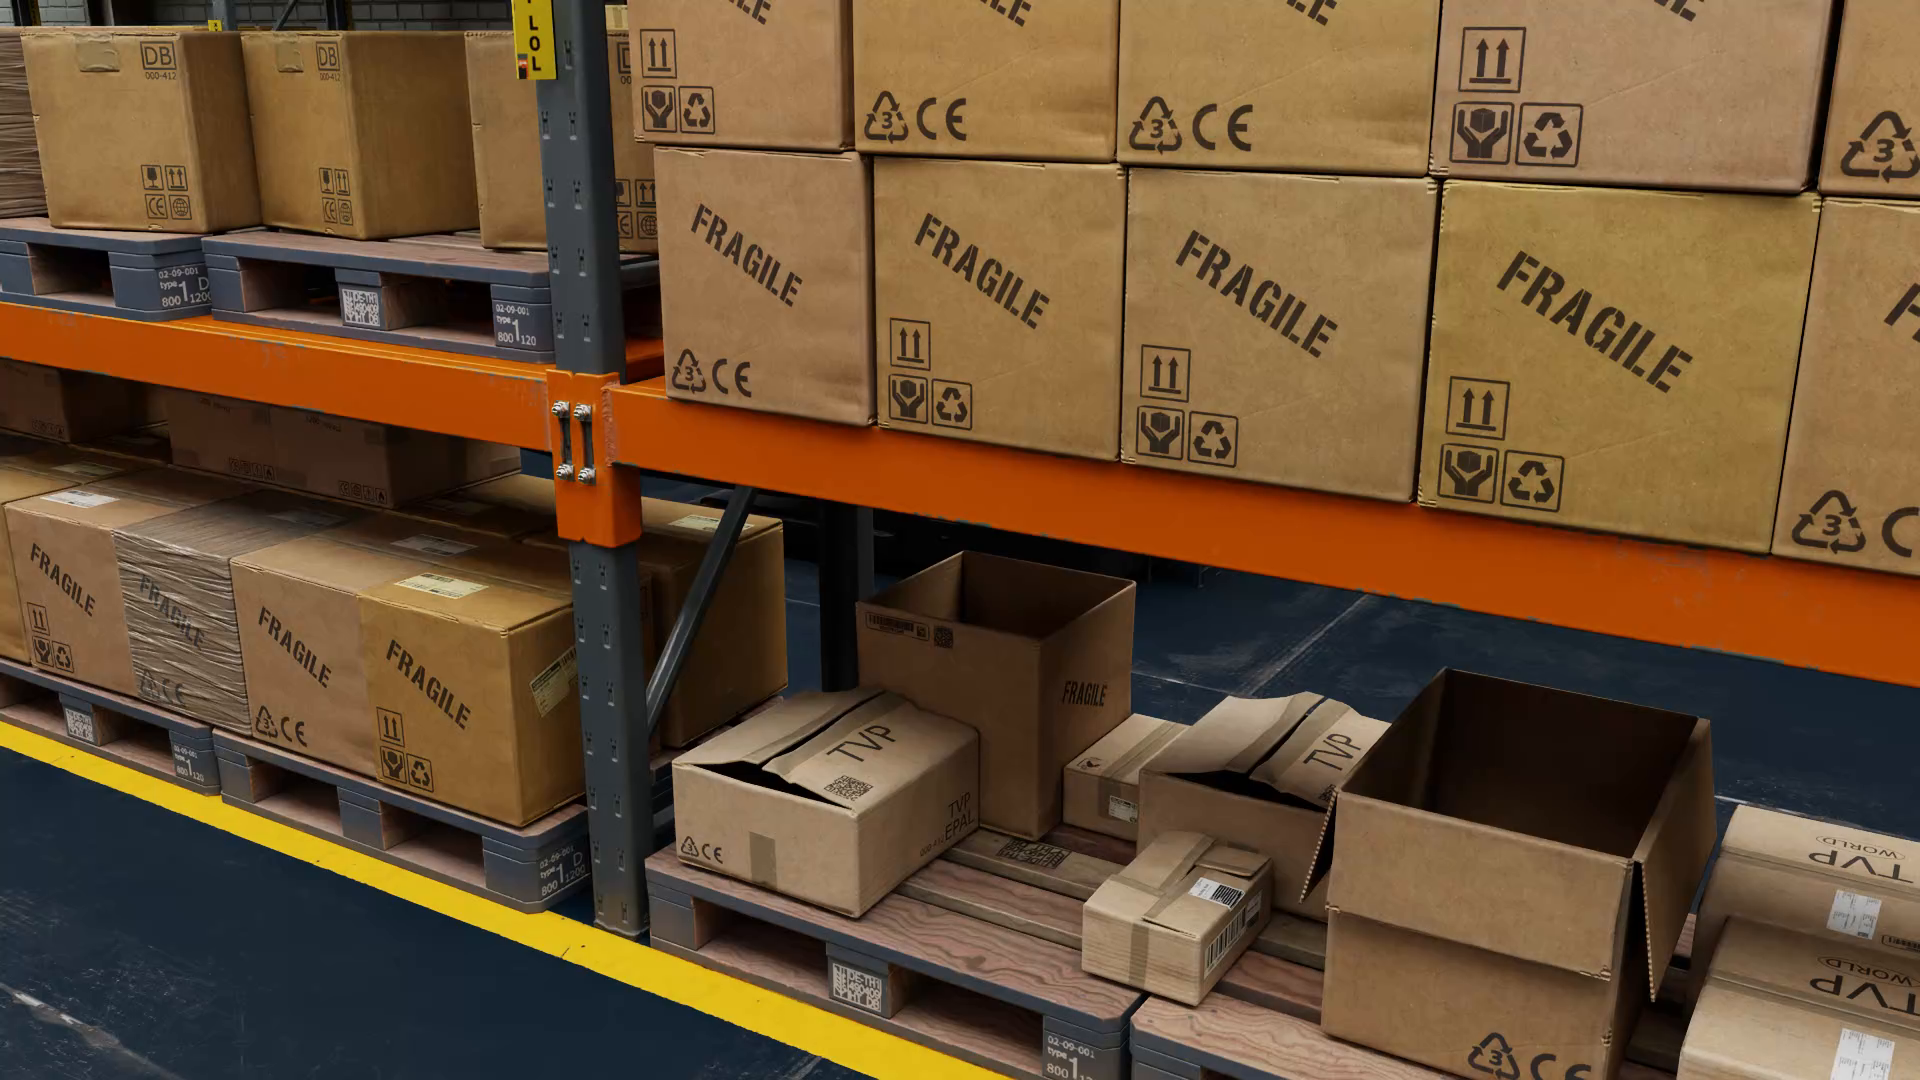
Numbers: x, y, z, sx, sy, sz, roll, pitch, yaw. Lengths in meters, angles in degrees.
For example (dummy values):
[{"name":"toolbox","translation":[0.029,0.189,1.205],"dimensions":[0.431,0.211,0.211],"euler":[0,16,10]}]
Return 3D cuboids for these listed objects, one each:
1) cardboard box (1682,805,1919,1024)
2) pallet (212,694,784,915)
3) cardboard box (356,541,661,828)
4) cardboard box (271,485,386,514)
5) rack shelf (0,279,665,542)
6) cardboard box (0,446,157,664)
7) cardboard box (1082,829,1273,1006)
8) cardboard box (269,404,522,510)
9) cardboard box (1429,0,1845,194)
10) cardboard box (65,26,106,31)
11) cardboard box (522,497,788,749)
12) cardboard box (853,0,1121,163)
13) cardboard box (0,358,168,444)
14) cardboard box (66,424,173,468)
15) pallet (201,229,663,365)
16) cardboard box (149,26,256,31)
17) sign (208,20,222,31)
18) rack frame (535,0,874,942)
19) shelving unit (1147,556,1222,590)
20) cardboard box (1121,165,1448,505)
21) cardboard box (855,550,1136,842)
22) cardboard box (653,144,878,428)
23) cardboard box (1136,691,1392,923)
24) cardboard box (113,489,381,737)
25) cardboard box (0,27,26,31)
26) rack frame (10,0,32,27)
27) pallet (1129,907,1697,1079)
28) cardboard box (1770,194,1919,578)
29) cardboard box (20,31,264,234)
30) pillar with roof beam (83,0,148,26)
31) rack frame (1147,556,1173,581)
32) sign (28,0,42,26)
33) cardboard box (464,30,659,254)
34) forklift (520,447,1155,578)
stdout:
[{"name":"cardboard box","translation":[1.700,0.766,3.172],"dimensions":[0.500,0.250,0.500],"euler":[10,20,30]},{"name":"pallet","translation":[-1.254,0.578,4.616],"dimensions":[1.213,0.211,1.003],"euler":[10,20,30]},{"name":"cardboard box","translation":[-1.112,0.339,4.147],"dimensions":[0.500,0.500,0.500],"euler":[10,20,30]},{"name":"cardboard box","translation":[-1.708,0.053,5.089],"dimensions":[0.500,0.500,0.500],"euler":[10,20,31]},{"name":"rack shelf","translation":[-2.246,-0.602,4.941],"dimensions":[4.000,0.370,1.077],"euler":[10,20,30]},{"name":"cardboard box","translation":[-2.838,0.031,5.163],"dimensions":[0.500,0.500,0.500],"euler":[10,19,29]},{"name":"cardboard box","translation":[0.445,0.749,3.371],"dimensions":[0.250,0.166,0.380],"euler":[10,20,30]},{"name":"cardboard box","translation":[-1.678,-0.302,4.967],"dimensions":[0.500,0.250,0.500],"euler":[10,20,30]},{"name":"cardboard box","translation":[1.031,-0.792,2.436],"dimensions":[0.500,0.500,0.500],"euler":[11,20,32]},{"name":"cardboard box","translation":[-6.186,-3.532,12.282],"dimensions":[0.500,0.500,0.500],"euler":[9,19,28]},{"name":"cardboard box","translation":[-0.826,0.209,4.575],"dimensions":[0.500,0.500,0.500],"euler":[9,19,28]},{"name":"cardboard box","translation":[0.153,-0.949,2.951],"dimensions":[0.500,0.500,0.500],"euler":[9,19,28]},{"name":"cardboard box","translation":[-2.980,-0.532,5.726],"dimensions":[0.500,0.250,0.500],"euler":[11,20,32]},{"name":"cardboard box","translation":[-2.589,-0.102,5.601],"dimensions":[0.500,0.500,0.500],"euler":[9,19,28]},{"name":"pallet","translation":[-1.165,-0.699,4.352],"dimensions":[1.213,0.211,1.003],"euler":[10,20,30]},{"name":"cardboard box","translation":[-5.334,-3.378,11.776],"dimensions":[0.500,0.500,0.500],"euler":[10,20,30]},{"name":"sign","translation":[-5.047,-3.365,11.309],"dimensions":[0.005,0.325,0.100],"euler":[10,20,30]},{"name":"rack frame","translation":[-0.542,-0.642,3.835],"dimensions":[0.127,3.000,1.000],"euler":[10,20,30]},{"name":"shelving unit","translation":[0.866,-0.289,6.285],"dimensions":[0.210,0.900,0.258],"euler":[9,19,28]},{"name":"cardboard box","translation":[0.613,-0.391,2.836],"dimensions":[0.500,0.500,0.500],"euler":[10,20,30]},{"name":"cardboard box","translation":[0.092,0.360,4.080],"dimensions":[0.500,0.500,0.500],"euler":[10,20,30]},{"name":"cardboard box","translation":[-0.250,-0.545,3.343],"dimensions":[0.500,0.500,0.500],"euler":[11,20,31]},{"name":"cardboard box","translation":[0.732,0.564,3.732],"dimensions":[0.500,0.311,0.500],"euler":[10,20,30]},{"name":"cardboard box","translation":[-1.956,0.186,4.653],"dimensions":[0.500,0.500,0.500],"euler":[10,20,31]},{"name":"cardboard box","translation":[-7.075,-3.687,12.791],"dimensions":[0.500,0.500,0.500],"euler":[9,19,28]},{"name":"rack frame","translation":[-8.178,-3.695,13.884],"dimensions":[0.127,3.000,1.000],"euler":[10,20,30]},{"name":"pallet","translation":[1.087,0.982,3.285],"dimensions":[1.213,0.211,1.003],"euler":[10,20,30]},{"name":"cardboard box","translation":[1.477,-0.238,2.331],"dimensions":[0.500,0.500,0.500],"euler":[10,20,30]},{"name":"cardboard box","translation":[-2.079,-1.144,4.593],"dimensions":[0.500,0.500,0.700],"euler":[5,18,16]},{"name":"pillar with roof beam","translation":[-9.382,-5.607,9.857],"dimensions":[0.400,9.000,9.100],"euler":[10,20,30]},{"name":"rack frame","translation":[0.778,-0.304,6.332],"dimensions":[0.006,0.900,0.240],"euler":[9,19,28]},{"name":"sign","translation":[-7.870,-4.535,14.113],"dimensions":[0.005,0.325,0.100],"euler":[10,20,30]},{"name":"cardboard box","translation":[-0.828,-1.018,4.179],"dimensions":[0.500,0.500,0.700],"euler":[4,17,12]},{"name":"forklift","translation":[-0.548,-1.492,6.751],"dimensions":[3.031,2.935,1.130],"euler":[9,19,28]}]
